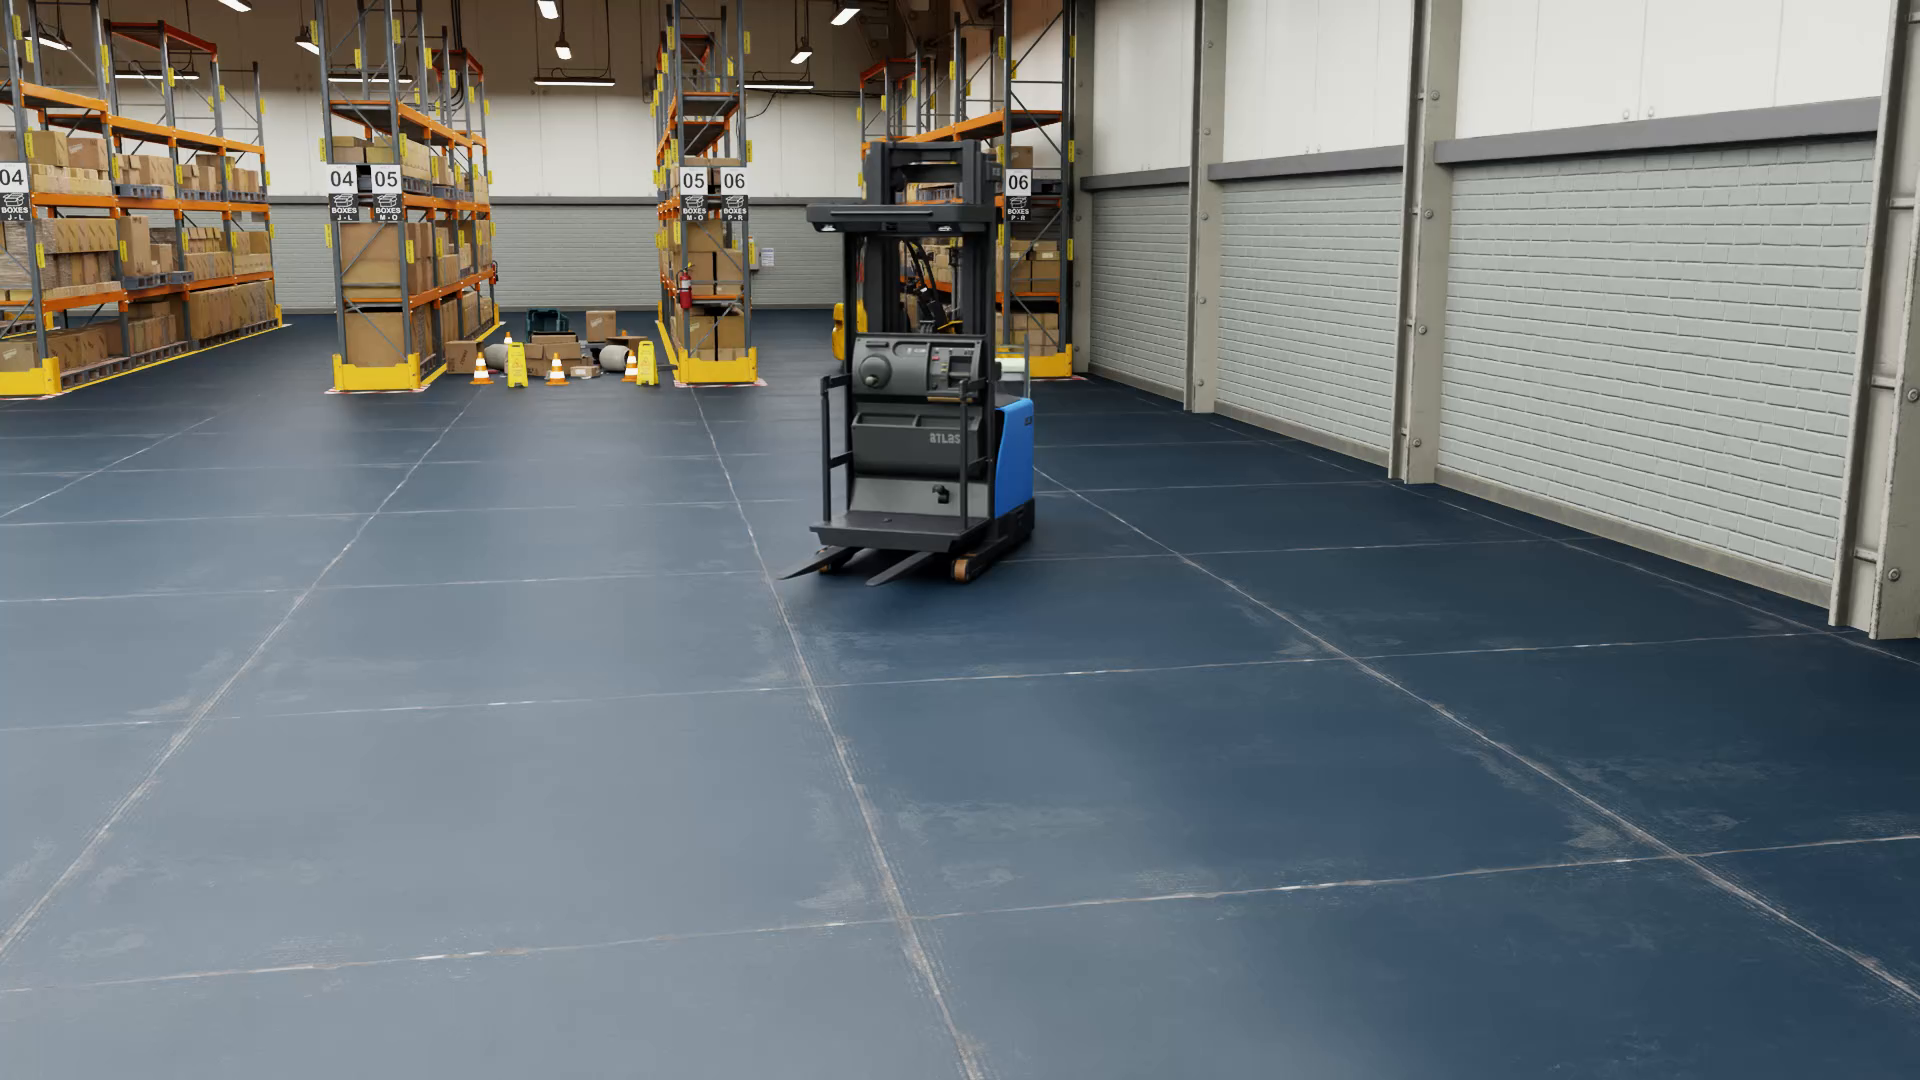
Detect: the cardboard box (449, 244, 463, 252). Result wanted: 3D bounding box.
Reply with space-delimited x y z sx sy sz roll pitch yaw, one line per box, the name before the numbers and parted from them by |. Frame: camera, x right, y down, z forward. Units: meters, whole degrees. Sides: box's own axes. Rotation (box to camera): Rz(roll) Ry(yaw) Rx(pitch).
cardboard box | -10.284 -5.920 33.732 0.380 0.149 0.250 -2 11 -12

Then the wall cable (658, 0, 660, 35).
wall cable | -9.212 -14.015 44.613 2.355 3.000 0.029 -2 11 -11

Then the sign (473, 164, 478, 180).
sign | -10.316 -7.841 35.413 0.100 0.325 0.005 -2 11 -11

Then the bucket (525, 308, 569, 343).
bucket | -7.016 -3.630 28.433 0.726 0.611 0.620 2 1 9

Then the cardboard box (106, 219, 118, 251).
cardboard box | -13.832 -4.884 26.598 0.500 0.500 0.500 -2 11 -11

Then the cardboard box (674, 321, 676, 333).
cardboard box | -4.853 -3.901 31.076 0.950 0.372 0.625 -2 11 -9

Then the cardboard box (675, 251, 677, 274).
cardboard box | -4.451 -4.551 27.523 0.500 0.500 0.500 -2 11 -11

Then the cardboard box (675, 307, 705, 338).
cardboard box | -4.618 -3.737 28.531 0.500 0.500 0.500 -2 11 -8

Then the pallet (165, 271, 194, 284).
pallet | -14.724 -4.783 30.316 1.213 0.211 1.003 -2 11 -11

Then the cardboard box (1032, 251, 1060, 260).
cardboard box | 1.366 -4.518 26.407 0.380 0.149 0.250 -2 11 -12

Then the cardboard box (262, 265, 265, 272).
cardboard box | -15.983 -6.155 37.682 0.380 0.149 0.250 -2 11 -10

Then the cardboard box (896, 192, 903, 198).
cardboard box | -1.496 -7.904 37.787 0.500 0.250 0.500 -2 11 -11

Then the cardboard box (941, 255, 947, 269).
cardboard box | -0.054 -5.159 30.841 0.500 0.250 0.500 -2 11 -12

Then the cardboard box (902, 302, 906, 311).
cardboard box | -0.982 -4.876 35.855 0.500 0.500 0.500 -3 11 -13

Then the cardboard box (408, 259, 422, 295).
cardboard box | -8.757 -4.046 25.530 0.875 0.550 0.550 -2 11 -11

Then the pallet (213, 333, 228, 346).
pallet | -15.280 -4.005 33.172 1.003 0.211 1.213 -2 11 -11

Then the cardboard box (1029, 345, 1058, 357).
cardboard box | 1.274 -3.031 26.829 0.500 0.250 0.500 -2 11 -11

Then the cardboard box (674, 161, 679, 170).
cardboard box | -4.377 -5.970 26.558 0.380 0.149 0.250 -2 11 -10

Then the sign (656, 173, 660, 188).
sign | -6.568 -7.844 36.268 0.100 0.325 0.005 -2 11 -11

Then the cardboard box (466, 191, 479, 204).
cardboard box | -10.691 -7.394 35.899 0.500 0.250 0.500 -2 11 -8

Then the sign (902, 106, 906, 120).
sign | -1.386 -10.513 40.942 0.100 0.325 0.005 -2 11 -11

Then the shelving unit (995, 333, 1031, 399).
shelving unit | 0.346 -0.873 13.272 0.431 1.500 0.755 0 11 2

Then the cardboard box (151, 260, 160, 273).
cardboard box | -14.378 -4.848 29.382 0.396 0.266 0.258 -2 11 -13

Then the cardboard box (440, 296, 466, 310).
cardboard box | -9.979 -4.648 32.649 0.500 0.250 0.500 -3 11 -14

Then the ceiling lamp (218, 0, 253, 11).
ceiling lamp | -11.460 -10.160 26.400 0.800 3.185 2.000 -2 11 -11

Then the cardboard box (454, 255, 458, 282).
cardboard box | -9.636 -5.050 30.941 0.500 0.500 0.500 -2 11 -11

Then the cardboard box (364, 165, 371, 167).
cardboard box | -8.992 -5.671 24.663 0.500 0.250 0.500 -2 11 -11

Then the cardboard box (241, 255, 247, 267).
cardboard box | -15.671 -5.997 35.788 0.500 0.250 0.500 -2 11 -11

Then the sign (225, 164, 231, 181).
sign | -15.215 -7.641 34.573 0.100 0.325 0.005 -2 11 -11

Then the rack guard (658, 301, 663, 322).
rack guard | -6.807 -5.608 40.823 1.175 0.500 0.348 -2 11 -11

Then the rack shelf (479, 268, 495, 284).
rack shelf | -11.249 -5.913 37.663 1.077 0.370 4.000 -2 11 -11

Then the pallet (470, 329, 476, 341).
pallet | -10.467 -4.163 34.001 1.003 0.211 1.213 -2 11 -11

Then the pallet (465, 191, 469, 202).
pallet | -10.640 -6.973 33.792 1.213 0.211 1.003 -2 11 -11

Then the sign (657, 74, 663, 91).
sign | -5.790 -8.827 32.085 0.100 0.325 0.005 -2 11 -11

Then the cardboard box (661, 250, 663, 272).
cardboard box | -6.583 -6.409 38.077 0.500 0.500 0.500 -2 11 -12

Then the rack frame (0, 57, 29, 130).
rack frame | -21.381 -9.238 37.166 1.000 3.000 0.127 -2 11 -11

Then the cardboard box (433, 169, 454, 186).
cardboard box | -9.585 -6.670 30.544 0.500 0.311 0.500 -2 11 -11

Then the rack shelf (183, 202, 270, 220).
rack shelf | -16.134 -7.224 36.532 1.077 0.370 4.000 -2 11 -11

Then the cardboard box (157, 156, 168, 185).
cardboard box | -14.519 -6.600 29.724 0.500 0.500 0.500 -2 11 -11

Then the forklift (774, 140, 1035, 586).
forklift | -0.364 -1.236 11.354 1.130 2.935 3.031 3 11 18

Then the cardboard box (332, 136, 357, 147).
cardboard box | -8.925 -5.745 23.985 0.380 0.149 0.250 -2 11 -10

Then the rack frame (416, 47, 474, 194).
rack frame | -10.860 -8.846 35.108 1.000 3.000 0.127 -2 11 -11

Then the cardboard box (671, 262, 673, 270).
cardboard box | -5.302 -5.225 31.673 0.380 0.149 0.250 -2 11 -11

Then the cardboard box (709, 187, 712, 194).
cardboard box | -3.901 -5.647 26.992 0.380 0.149 0.250 -2 11 -12

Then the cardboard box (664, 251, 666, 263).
cardboard box | -5.914 -5.898 34.726 0.500 0.250 0.500 -2 11 -13

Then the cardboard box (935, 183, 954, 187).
cardboard box | -0.262 -6.749 31.394 0.380 0.149 0.250 -2 11 -12

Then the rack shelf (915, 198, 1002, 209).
rack shelf | 0.011 -6.299 31.669 1.077 0.370 4.000 -2 11 -11

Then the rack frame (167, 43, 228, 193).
rack frame | -15.745 -8.685 34.257 1.000 3.000 0.127 -2 11 -11

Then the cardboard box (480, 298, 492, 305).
cardboard box | -11.119 -5.552 38.755 0.380 0.149 0.250 -2 11 -12

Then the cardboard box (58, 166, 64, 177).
cardboard box | -13.457 -5.431 24.521 0.380 0.149 0.250 -3 11 -14

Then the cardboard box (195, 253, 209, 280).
cardboard box | -15.000 -5.340 32.465 0.500 0.500 0.500 -2 11 -12

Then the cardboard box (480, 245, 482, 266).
cardboard box | -10.813 -6.285 36.632 0.500 0.500 0.500 -2 11 -11

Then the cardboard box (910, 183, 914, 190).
cardboard box | -0.832 -7.339 34.544 0.380 0.149 0.250 -2 11 -11

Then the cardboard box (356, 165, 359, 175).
cardboard box | -8.923 -5.353 24.055 0.380 0.149 0.250 -2 11 -11
